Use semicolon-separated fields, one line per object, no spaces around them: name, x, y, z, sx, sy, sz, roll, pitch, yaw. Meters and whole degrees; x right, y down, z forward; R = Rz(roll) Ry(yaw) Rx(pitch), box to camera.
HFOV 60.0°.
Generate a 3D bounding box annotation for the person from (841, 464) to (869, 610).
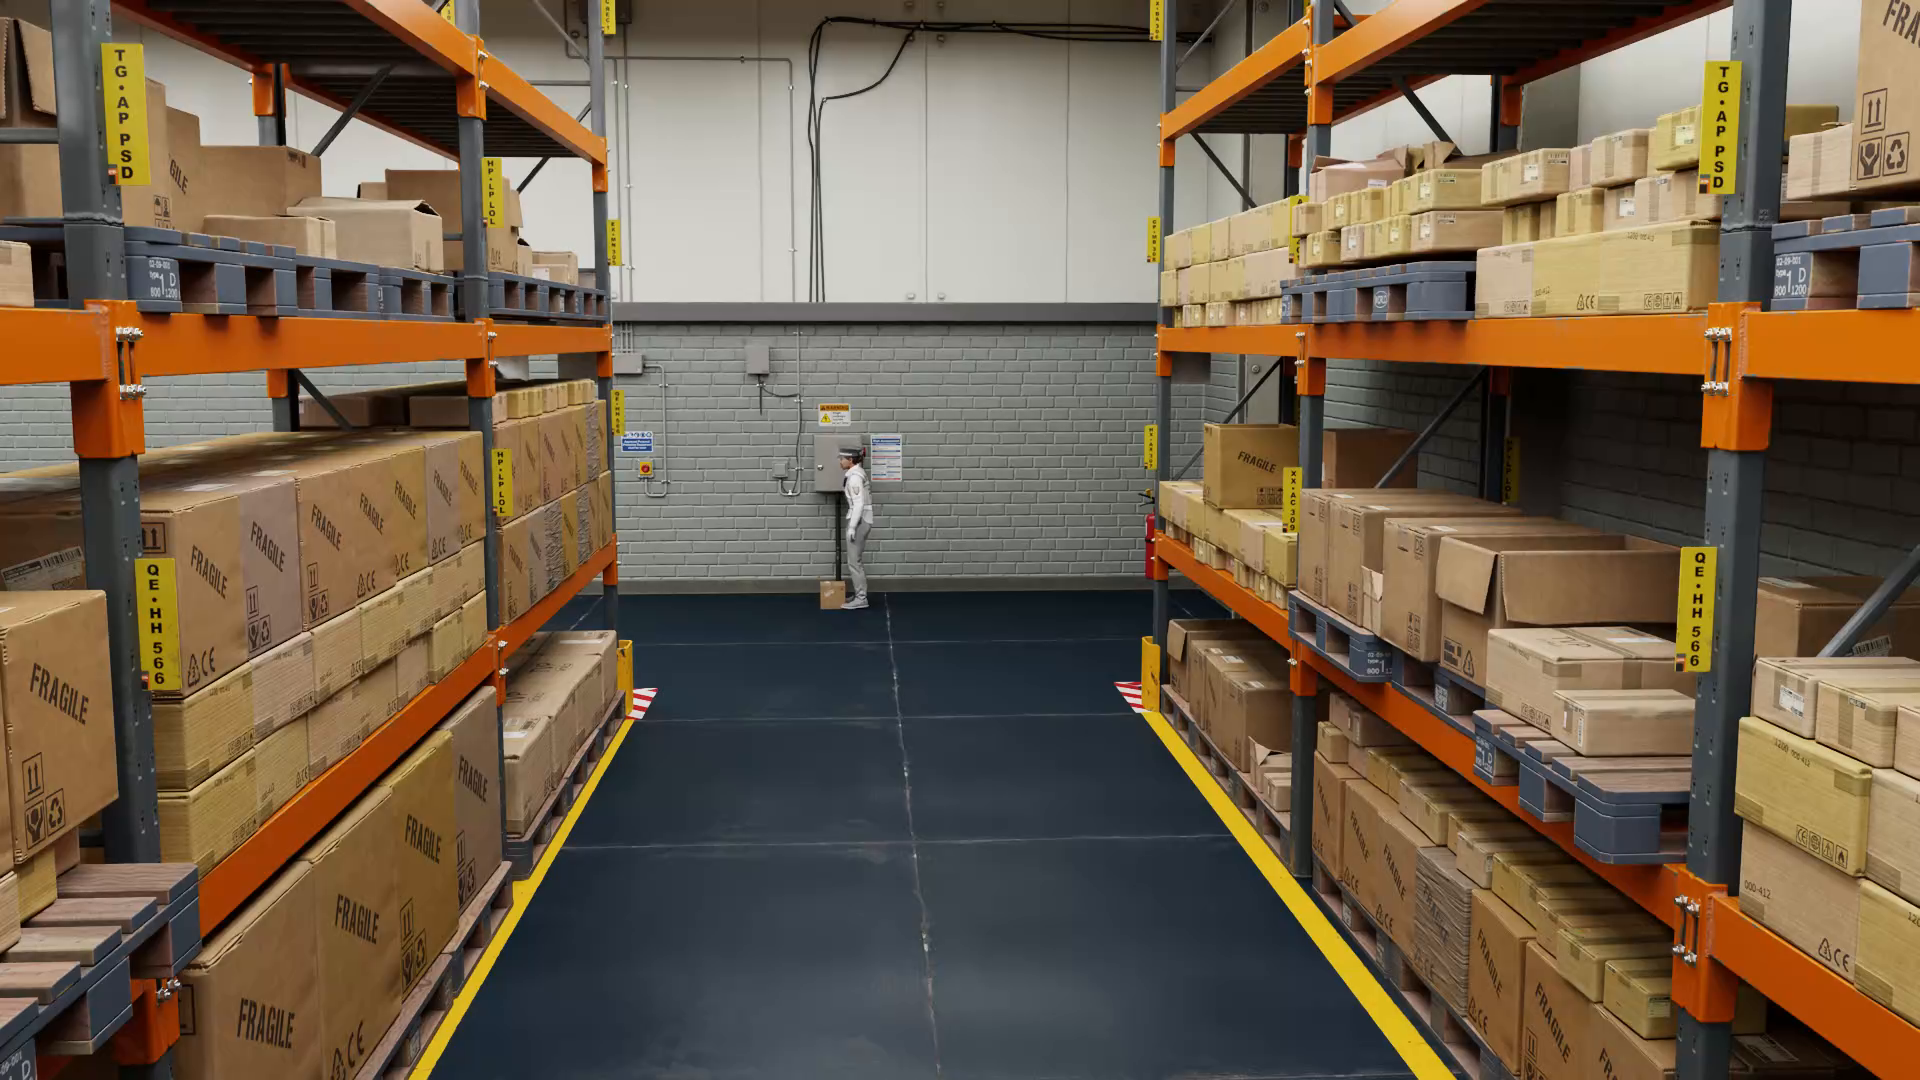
person;-1.053;-0.003;16.910;0.358;1.385;0.528;0;7;-3
